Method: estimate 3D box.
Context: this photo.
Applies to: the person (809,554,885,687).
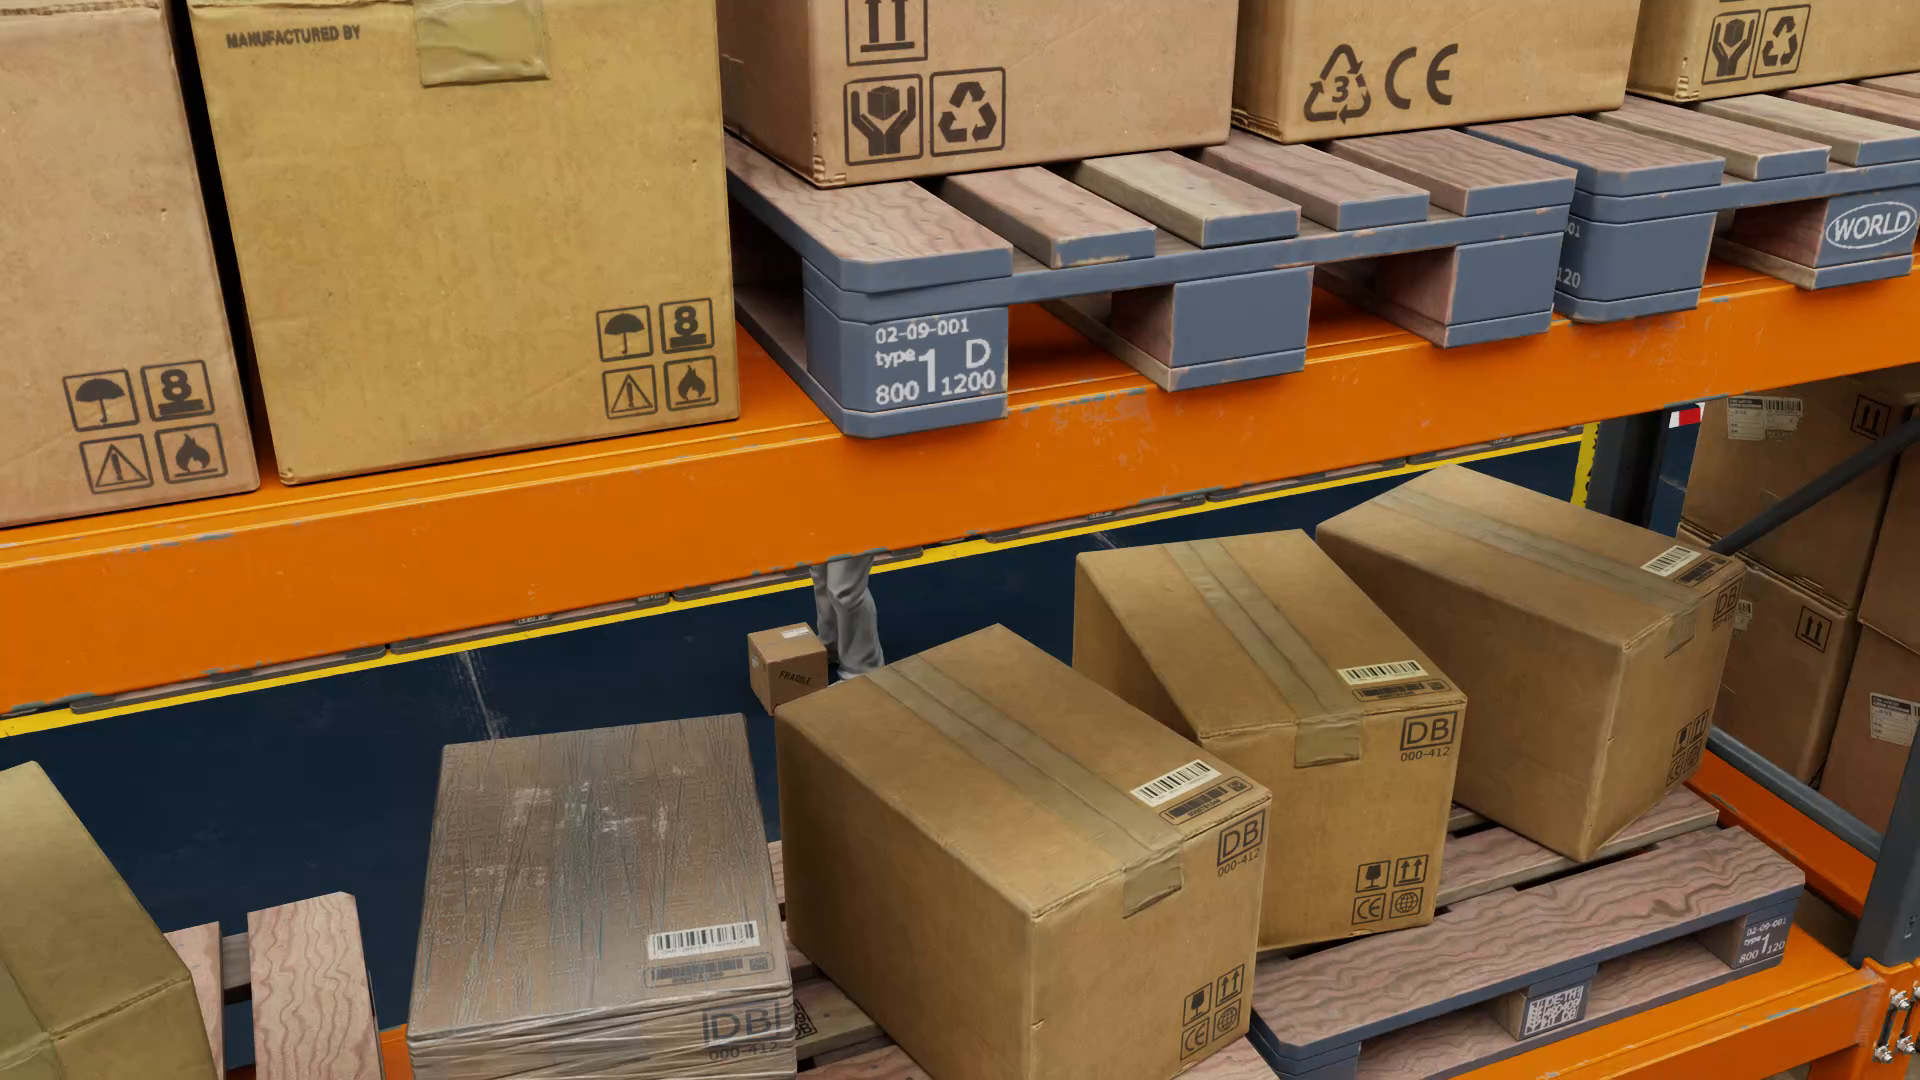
[{"bbox_3d":[-0.465,-0.165,6.458,0.354,1.668,0.508,-12,28,-22],"label":"person"}]
